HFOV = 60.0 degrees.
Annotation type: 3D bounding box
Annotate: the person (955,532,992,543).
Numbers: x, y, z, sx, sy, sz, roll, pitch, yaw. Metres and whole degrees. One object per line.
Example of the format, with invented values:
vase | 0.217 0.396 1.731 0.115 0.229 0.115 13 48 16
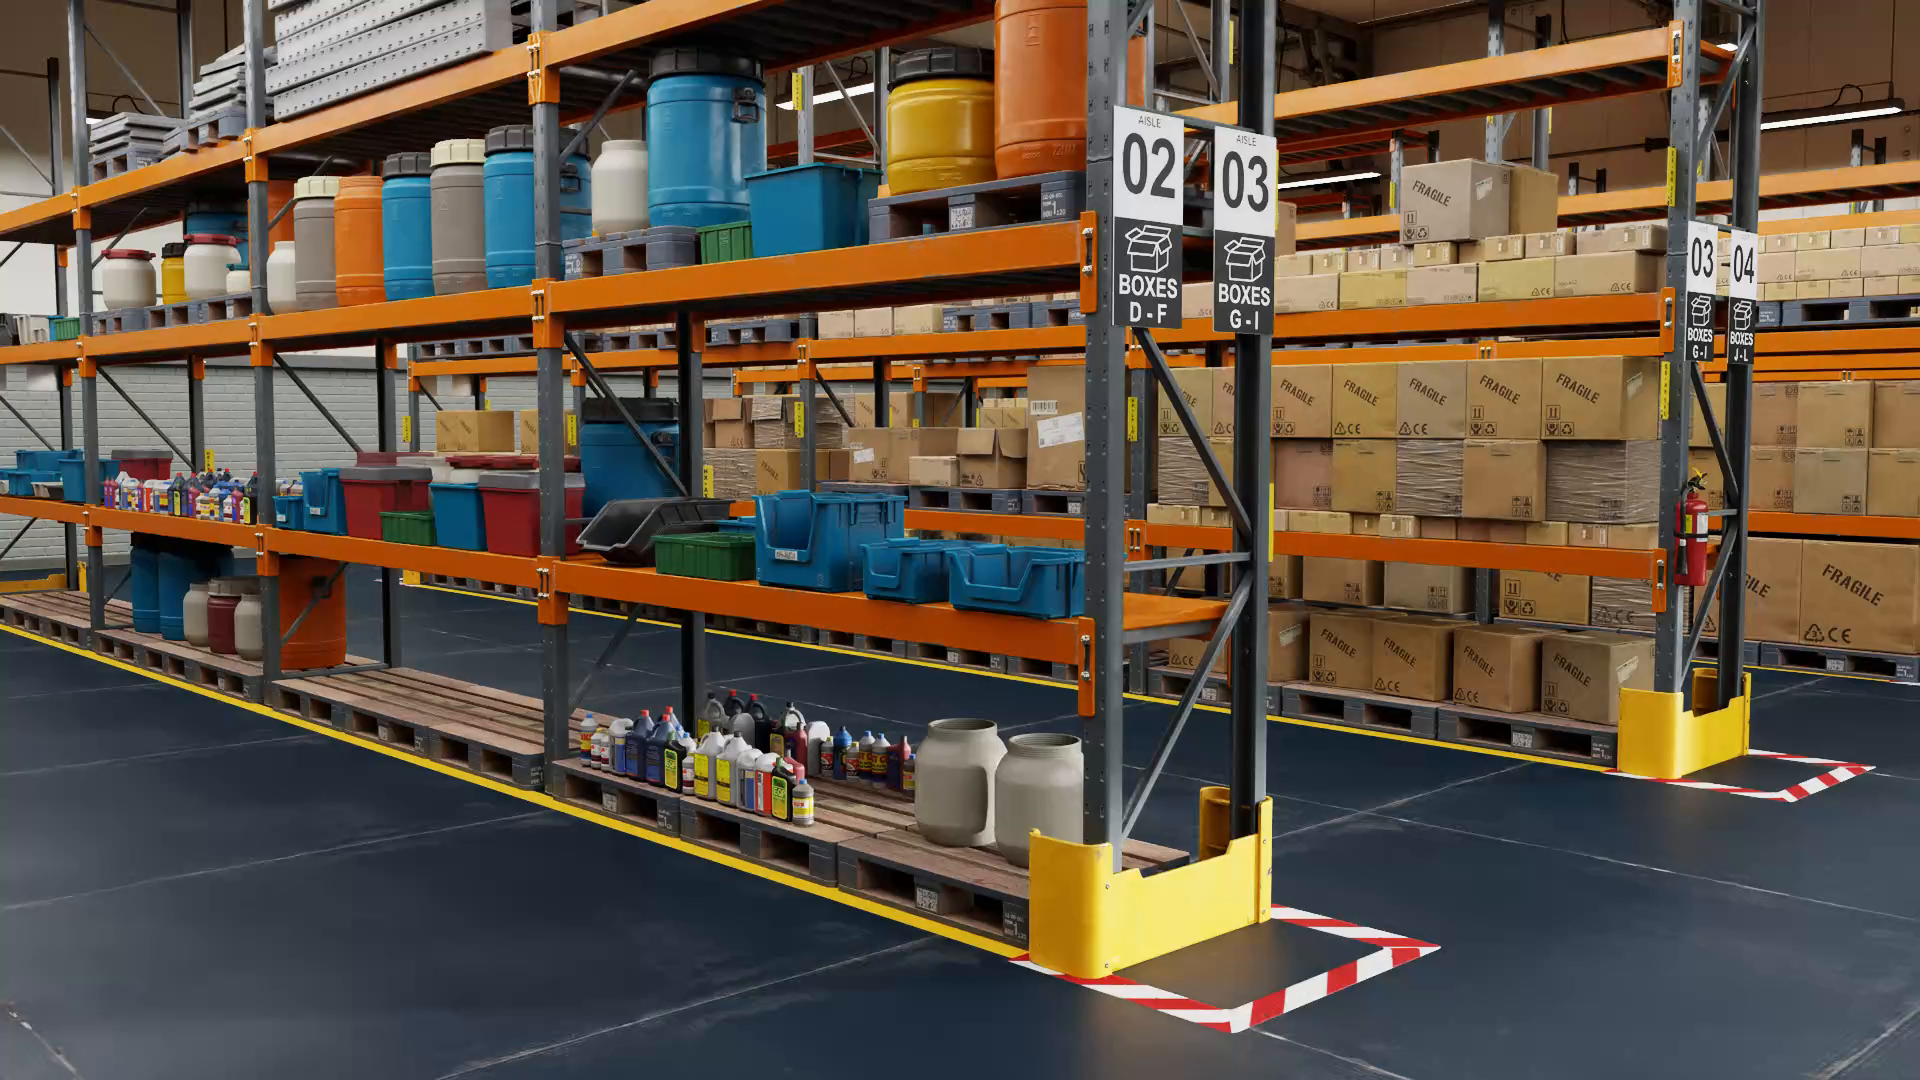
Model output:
person | 0.135 -0.011 17.589 0.512 1.653 0.349 4 6 44
